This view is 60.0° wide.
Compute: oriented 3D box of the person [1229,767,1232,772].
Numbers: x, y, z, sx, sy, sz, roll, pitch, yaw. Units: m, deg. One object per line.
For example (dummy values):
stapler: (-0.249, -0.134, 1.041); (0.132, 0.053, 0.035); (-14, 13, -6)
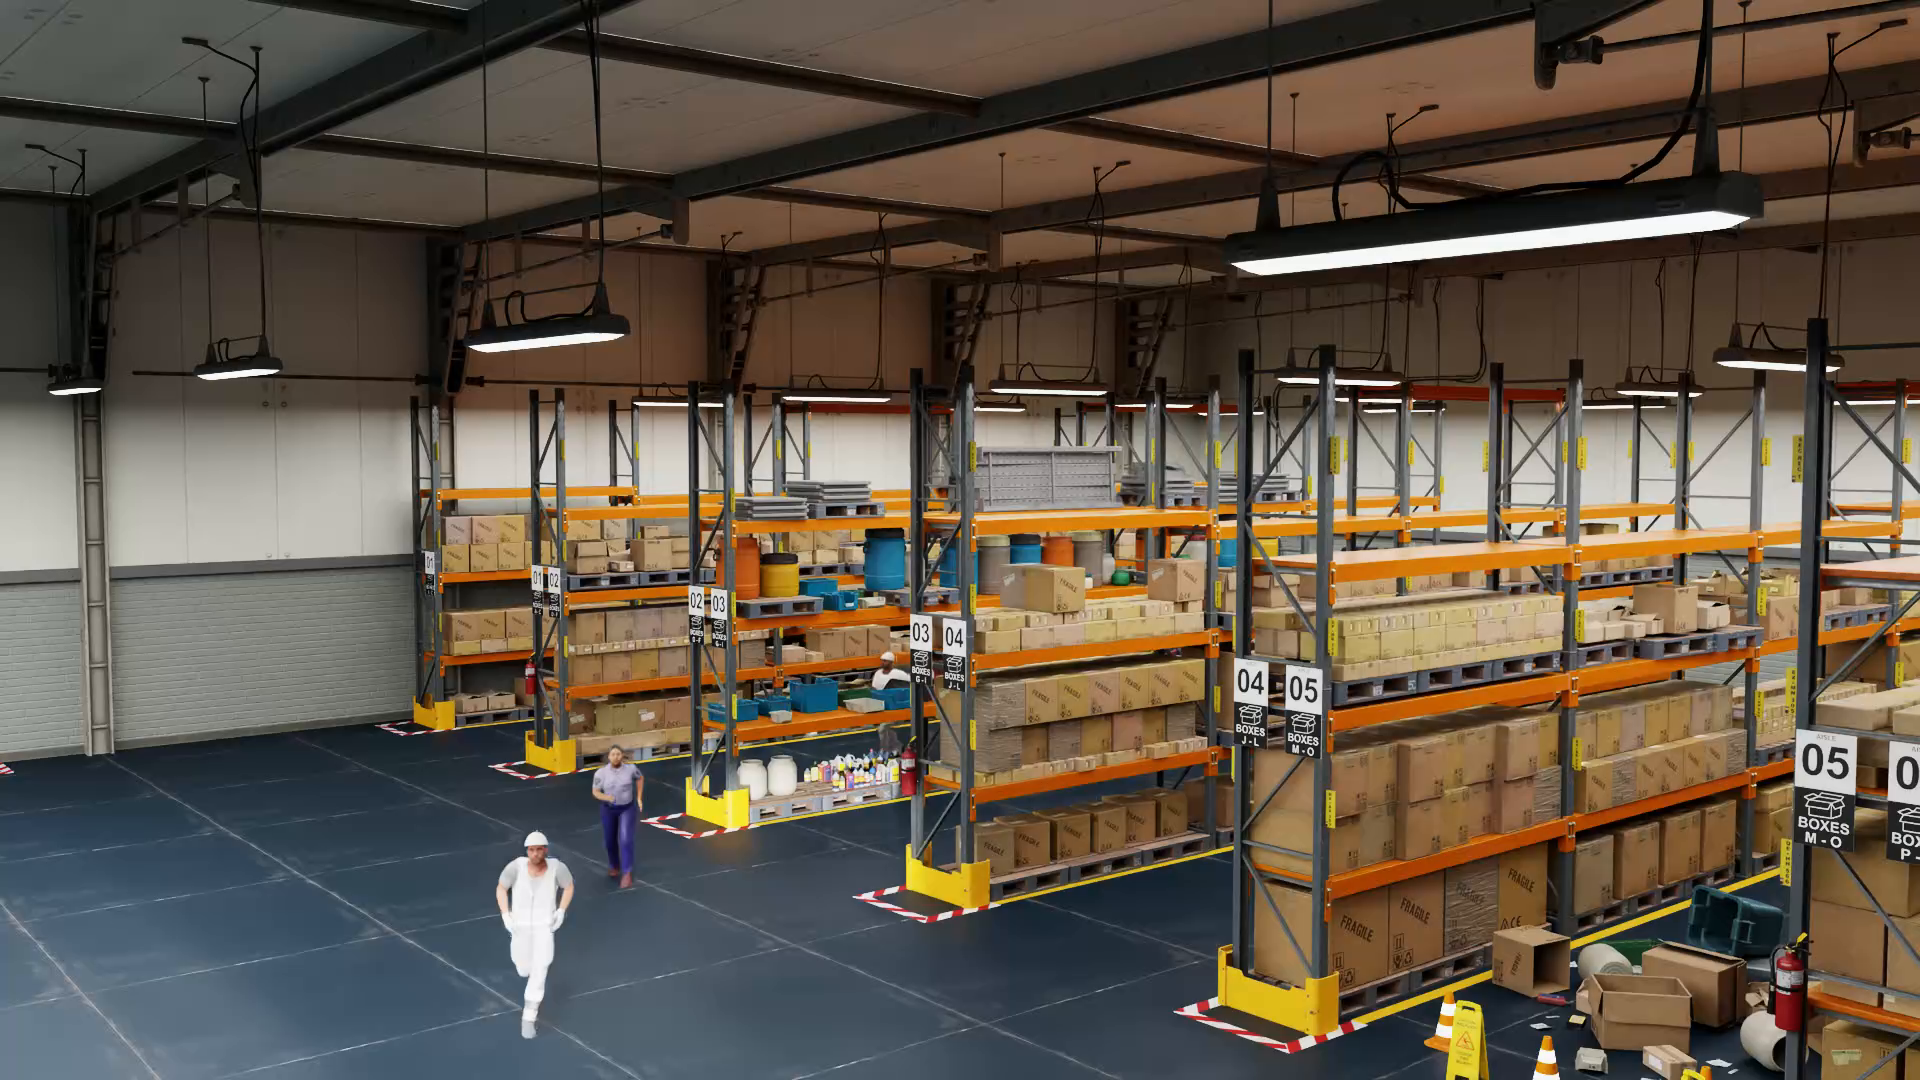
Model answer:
person: (4.509, 2.766, 26.142); (0.584, 1.672, 0.898); (3, 4, 39)

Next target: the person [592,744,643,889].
person: (-3.982, 3.210, 19.362); (0.571, 1.685, 0.793); (0, 3, -8)

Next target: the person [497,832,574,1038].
person: (-3.779, 3.434, 14.837); (0.664, 1.767, 0.950); (0, 3, -8)

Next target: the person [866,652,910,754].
person: (-1.169, 2.702, 26.667); (0.738, 1.823, 0.677); (-3, 5, -45)
